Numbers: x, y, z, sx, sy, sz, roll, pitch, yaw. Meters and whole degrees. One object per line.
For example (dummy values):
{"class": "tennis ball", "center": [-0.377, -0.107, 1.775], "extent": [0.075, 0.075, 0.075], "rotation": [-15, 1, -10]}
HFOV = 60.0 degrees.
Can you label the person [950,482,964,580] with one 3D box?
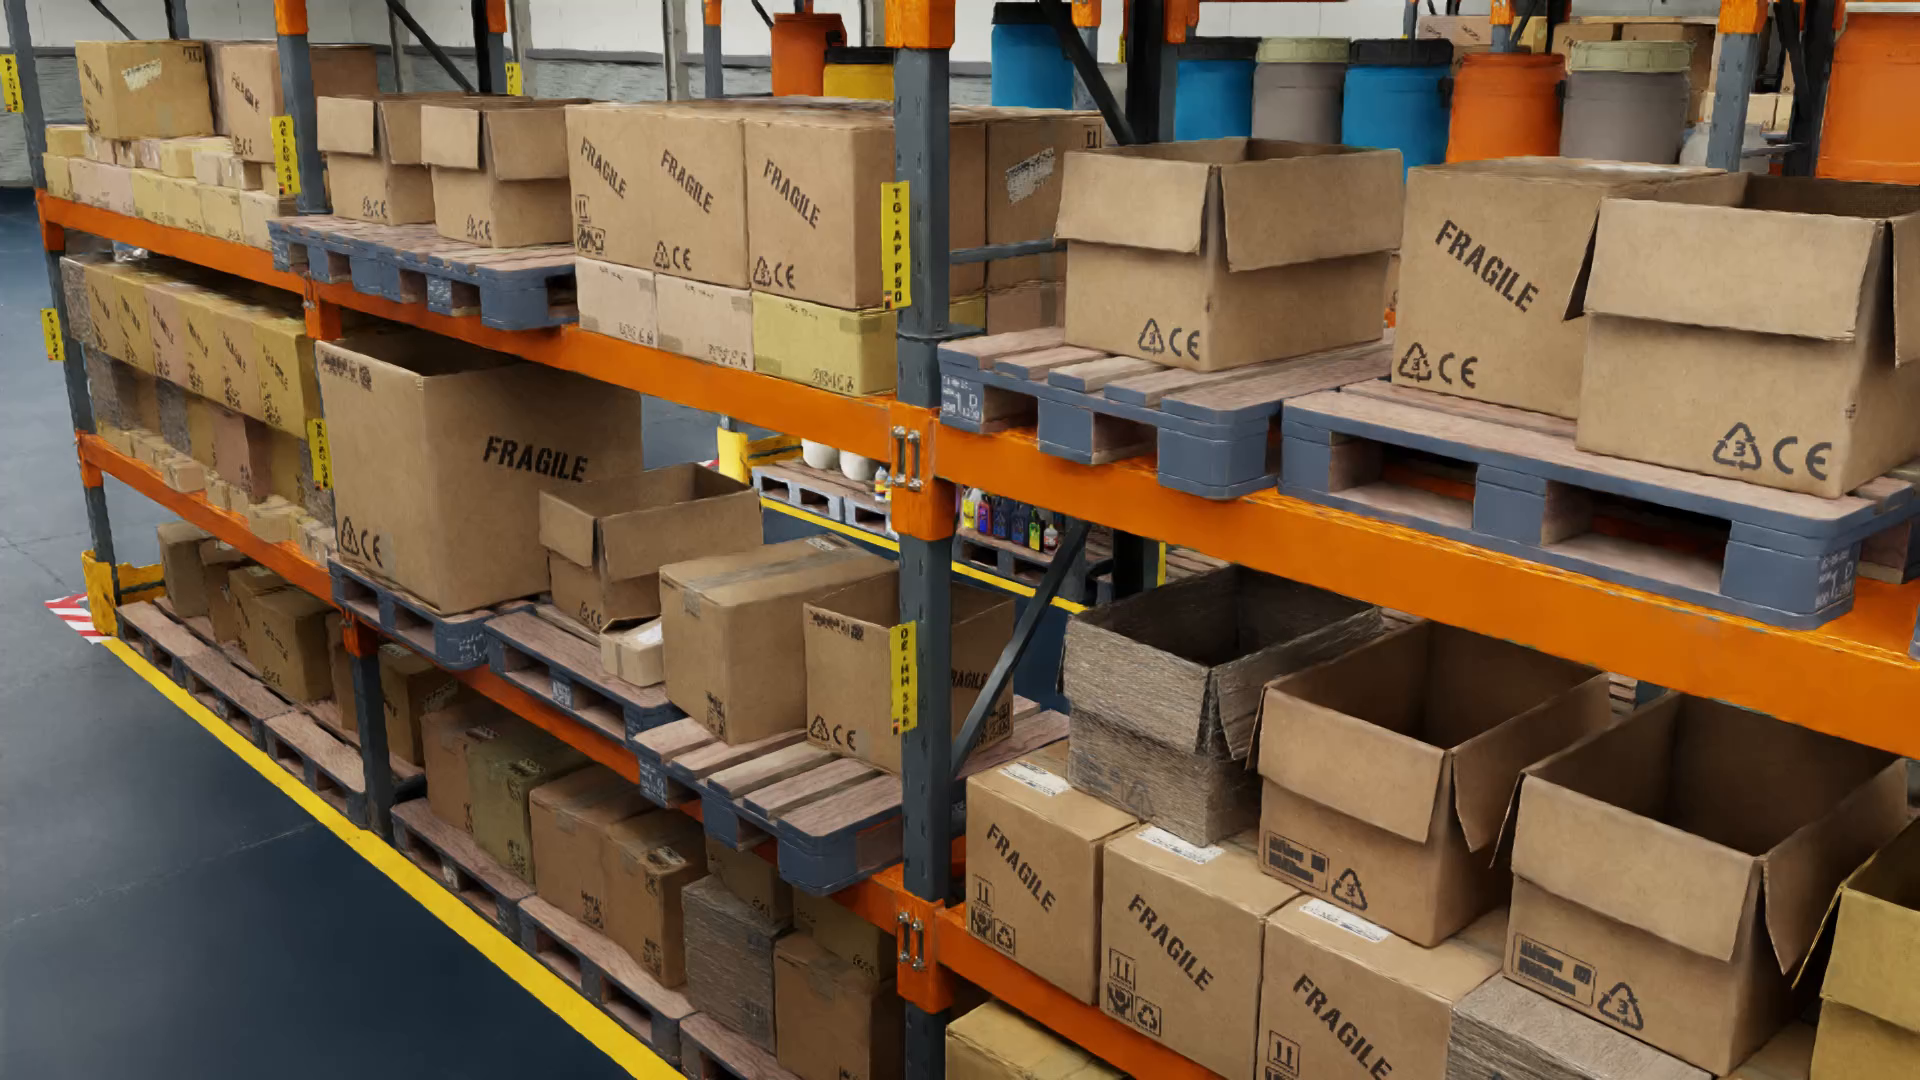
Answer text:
{"class": "person", "center": [-0.159, -0.161, 10.531], "extent": [0.424, 1.597, 0.554], "rotation": [-11, 21, -31]}
